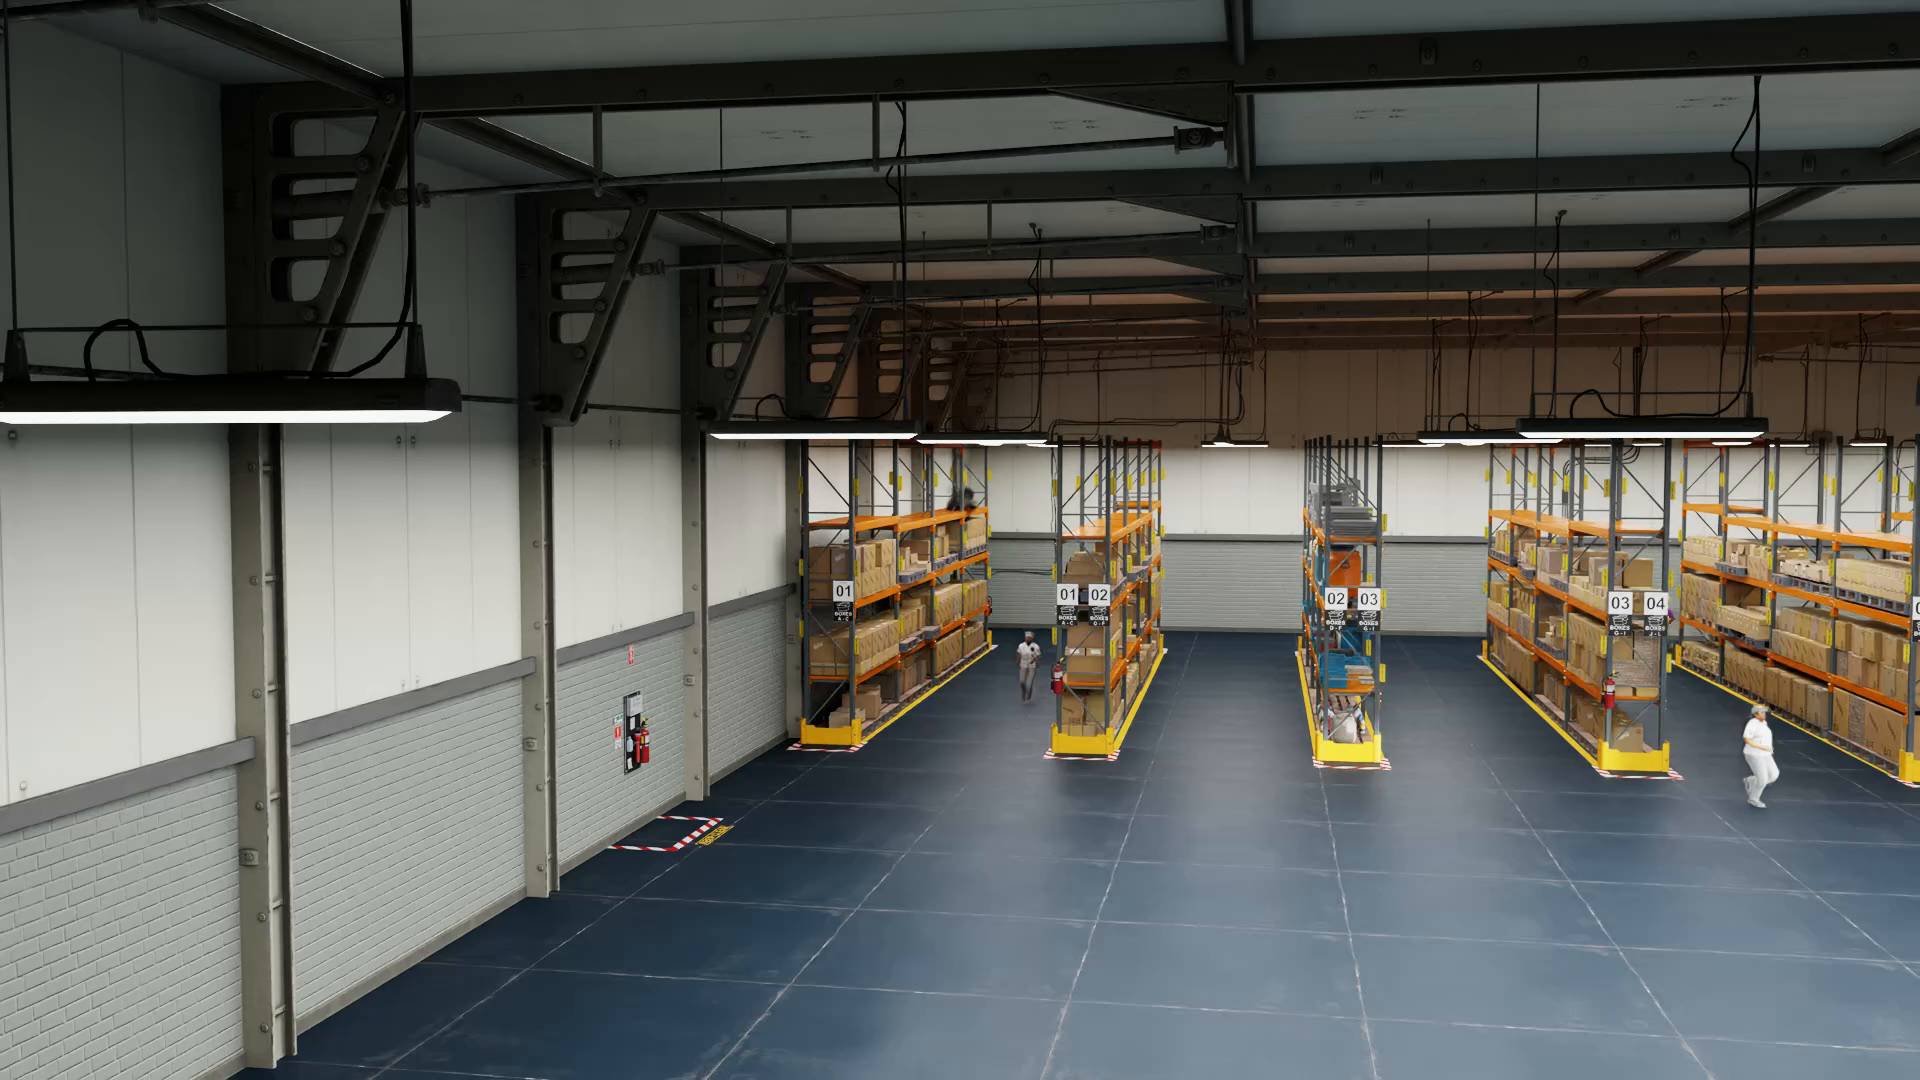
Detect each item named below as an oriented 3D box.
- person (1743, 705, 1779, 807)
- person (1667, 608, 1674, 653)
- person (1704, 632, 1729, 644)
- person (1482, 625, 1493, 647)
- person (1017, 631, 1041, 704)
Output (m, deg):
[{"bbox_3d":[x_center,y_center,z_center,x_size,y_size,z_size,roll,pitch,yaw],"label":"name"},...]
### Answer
[{"bbox_3d":[12.862,3.468,26.787,0.661,1.633,0.536,-3,4,-41],"label":"person"},{"bbox_3d":[19.314,2.394,45.799,0.975,1.693,0.742,0,3,-3],"label":"person"},{"bbox_3d":[20.735,2.364,45.531,0.933,1.809,0.702,0,3,9],"label":"person"},{"bbox_3d":[15.003,2.413,46.517,0.768,1.647,0.646,1,3,18],"label":"person"},{"bbox_3d":[1.532,2.870,37.360,0.576,1.654,0.598,0,3,9],"label":"person"}]
